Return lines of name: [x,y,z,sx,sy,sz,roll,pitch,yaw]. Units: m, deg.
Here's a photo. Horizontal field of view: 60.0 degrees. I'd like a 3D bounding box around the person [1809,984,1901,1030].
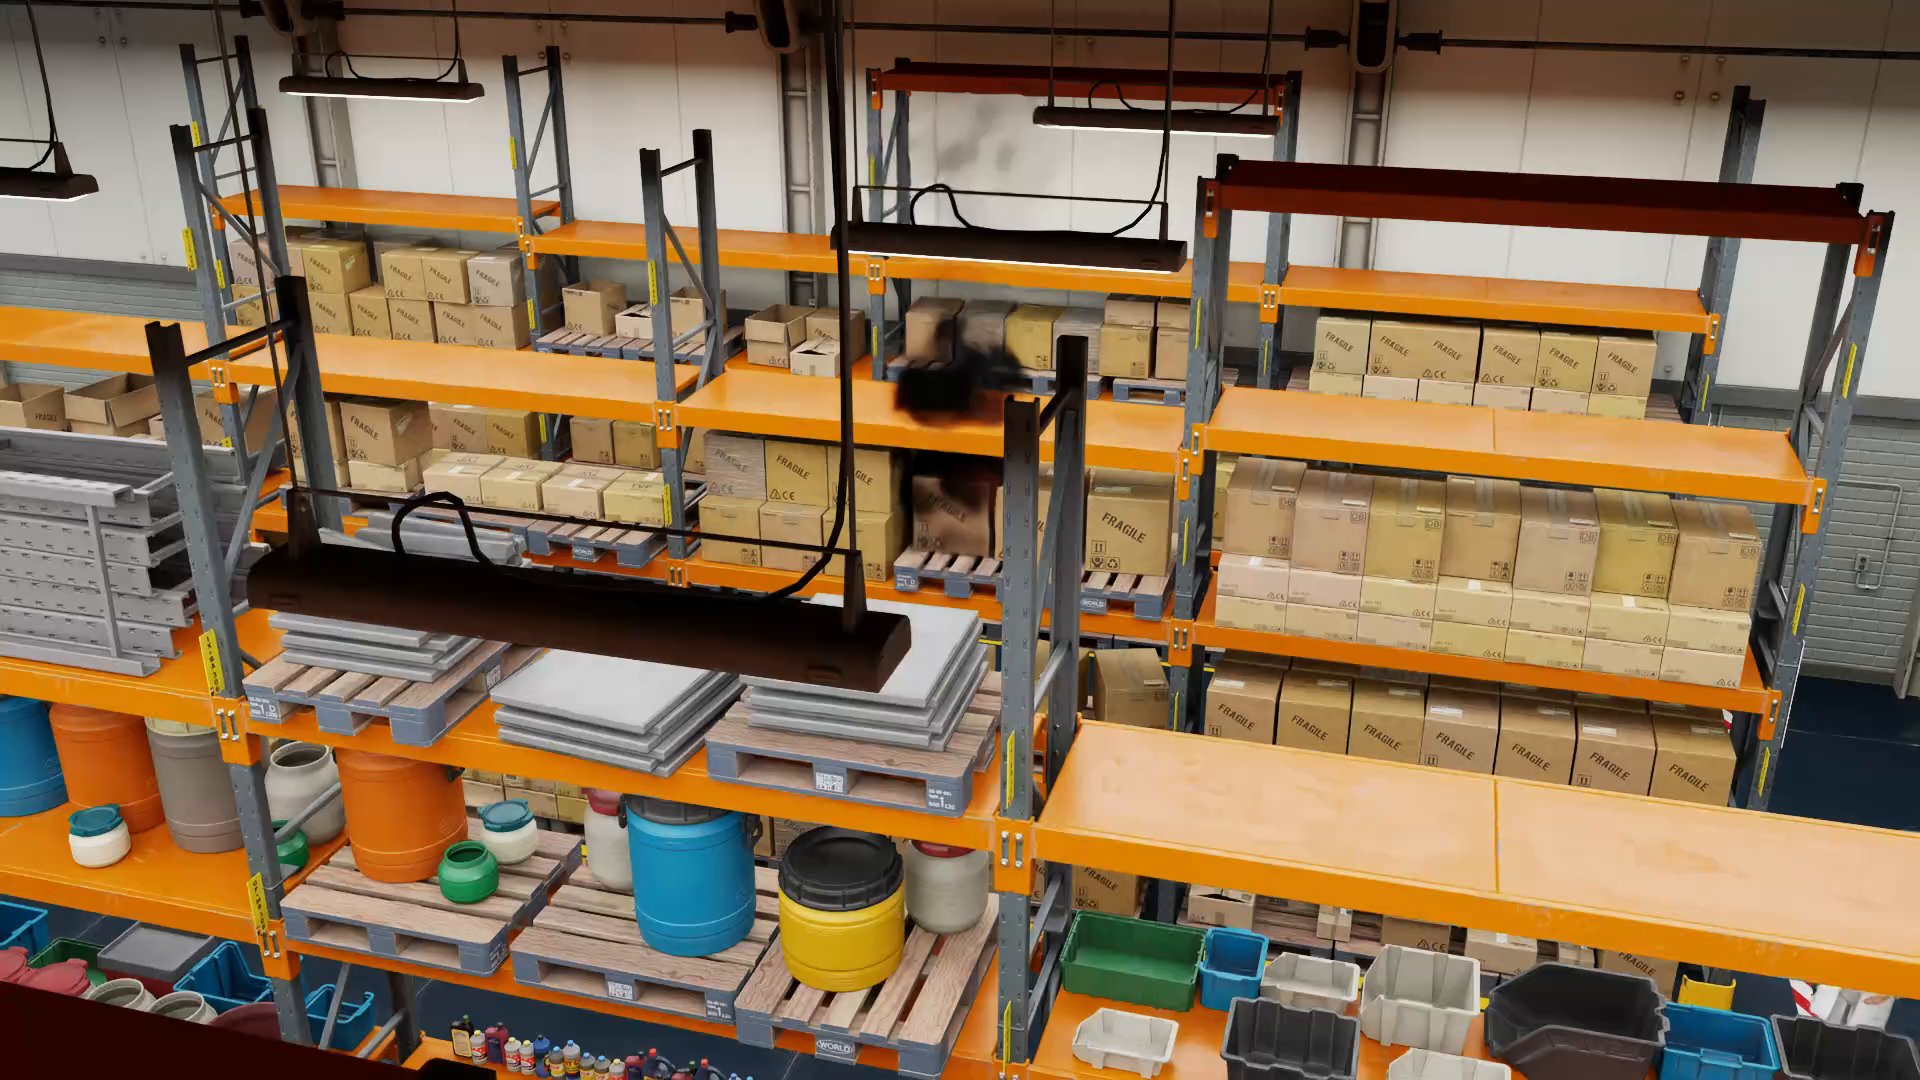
person: [6.059,3.036,11.208,0.782,1.754,0.754,-19,29,-38]
